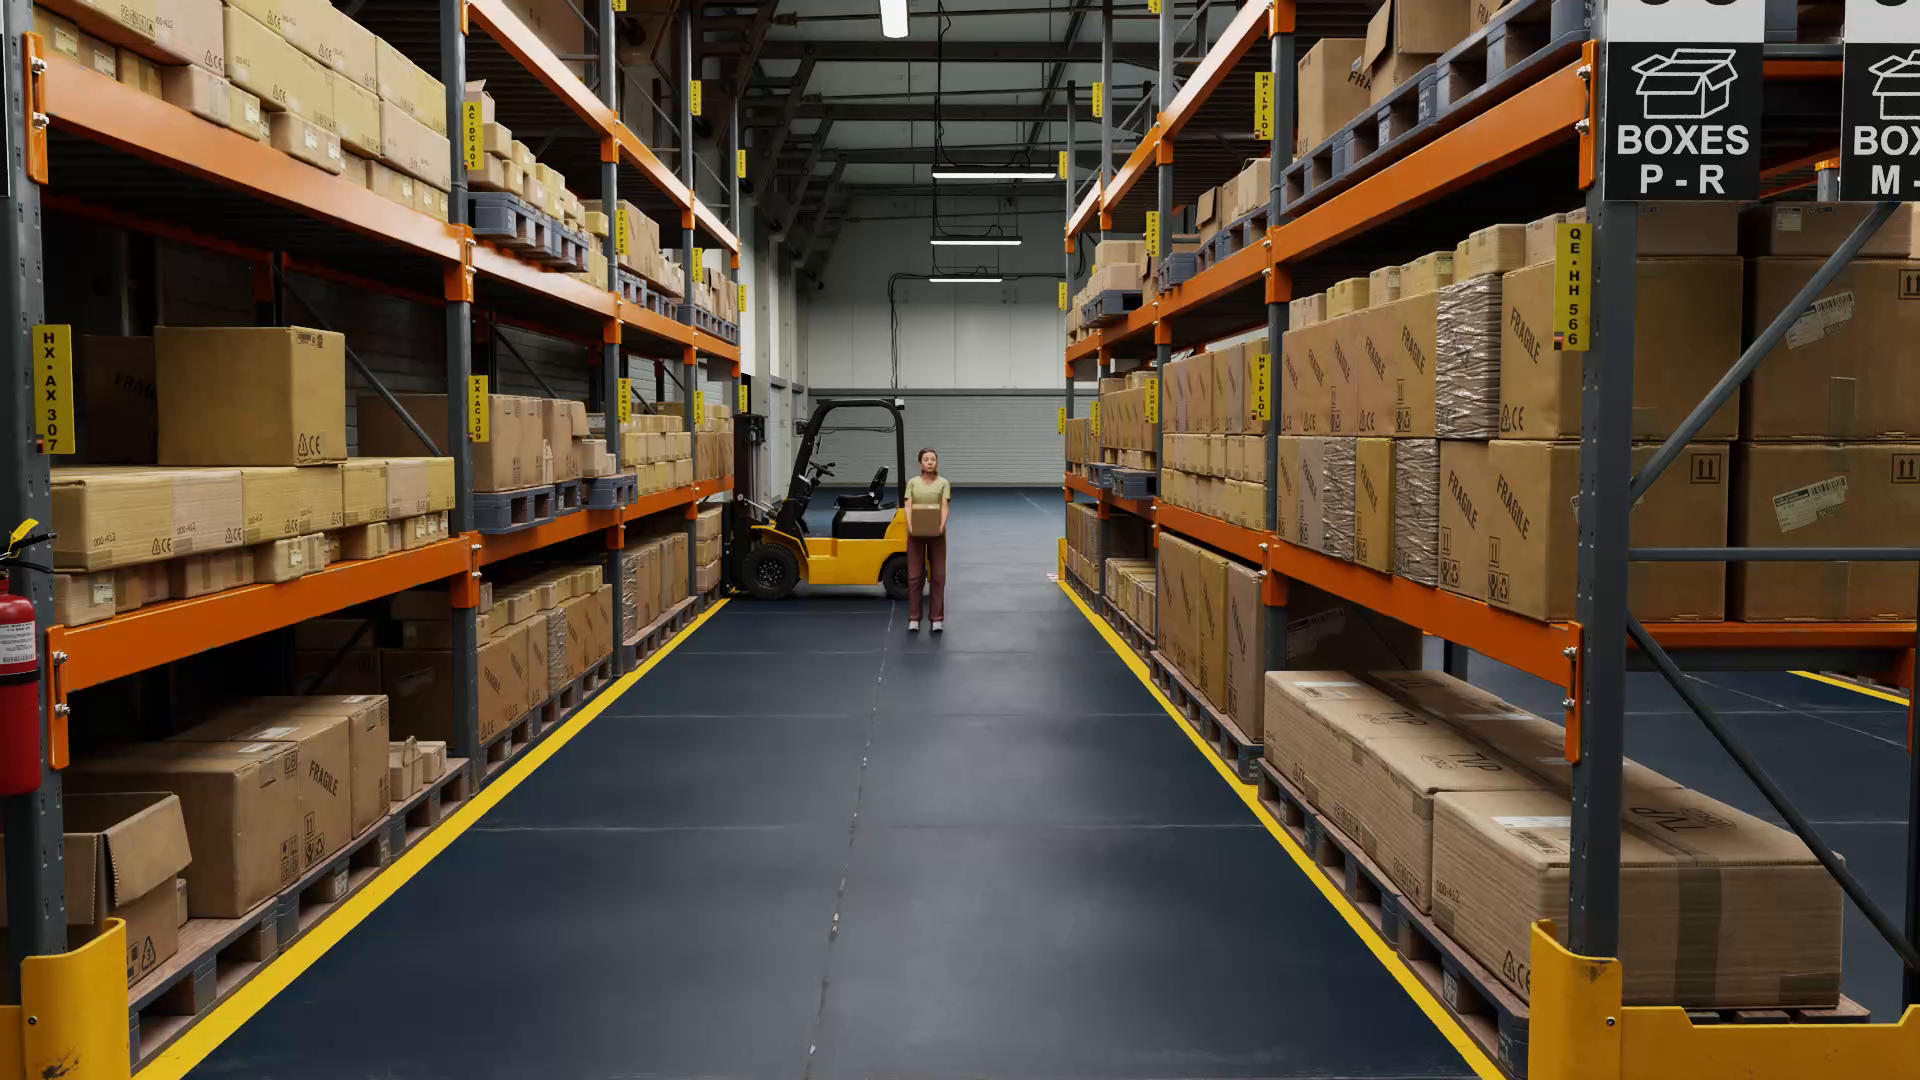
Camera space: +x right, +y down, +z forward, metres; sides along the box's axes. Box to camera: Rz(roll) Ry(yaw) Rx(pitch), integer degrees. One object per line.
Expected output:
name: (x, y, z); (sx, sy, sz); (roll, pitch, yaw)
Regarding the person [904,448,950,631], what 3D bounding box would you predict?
person: (-0.299, -0.008, 15.170); (0.425, 1.662, 0.554); (0, 4, 0)
